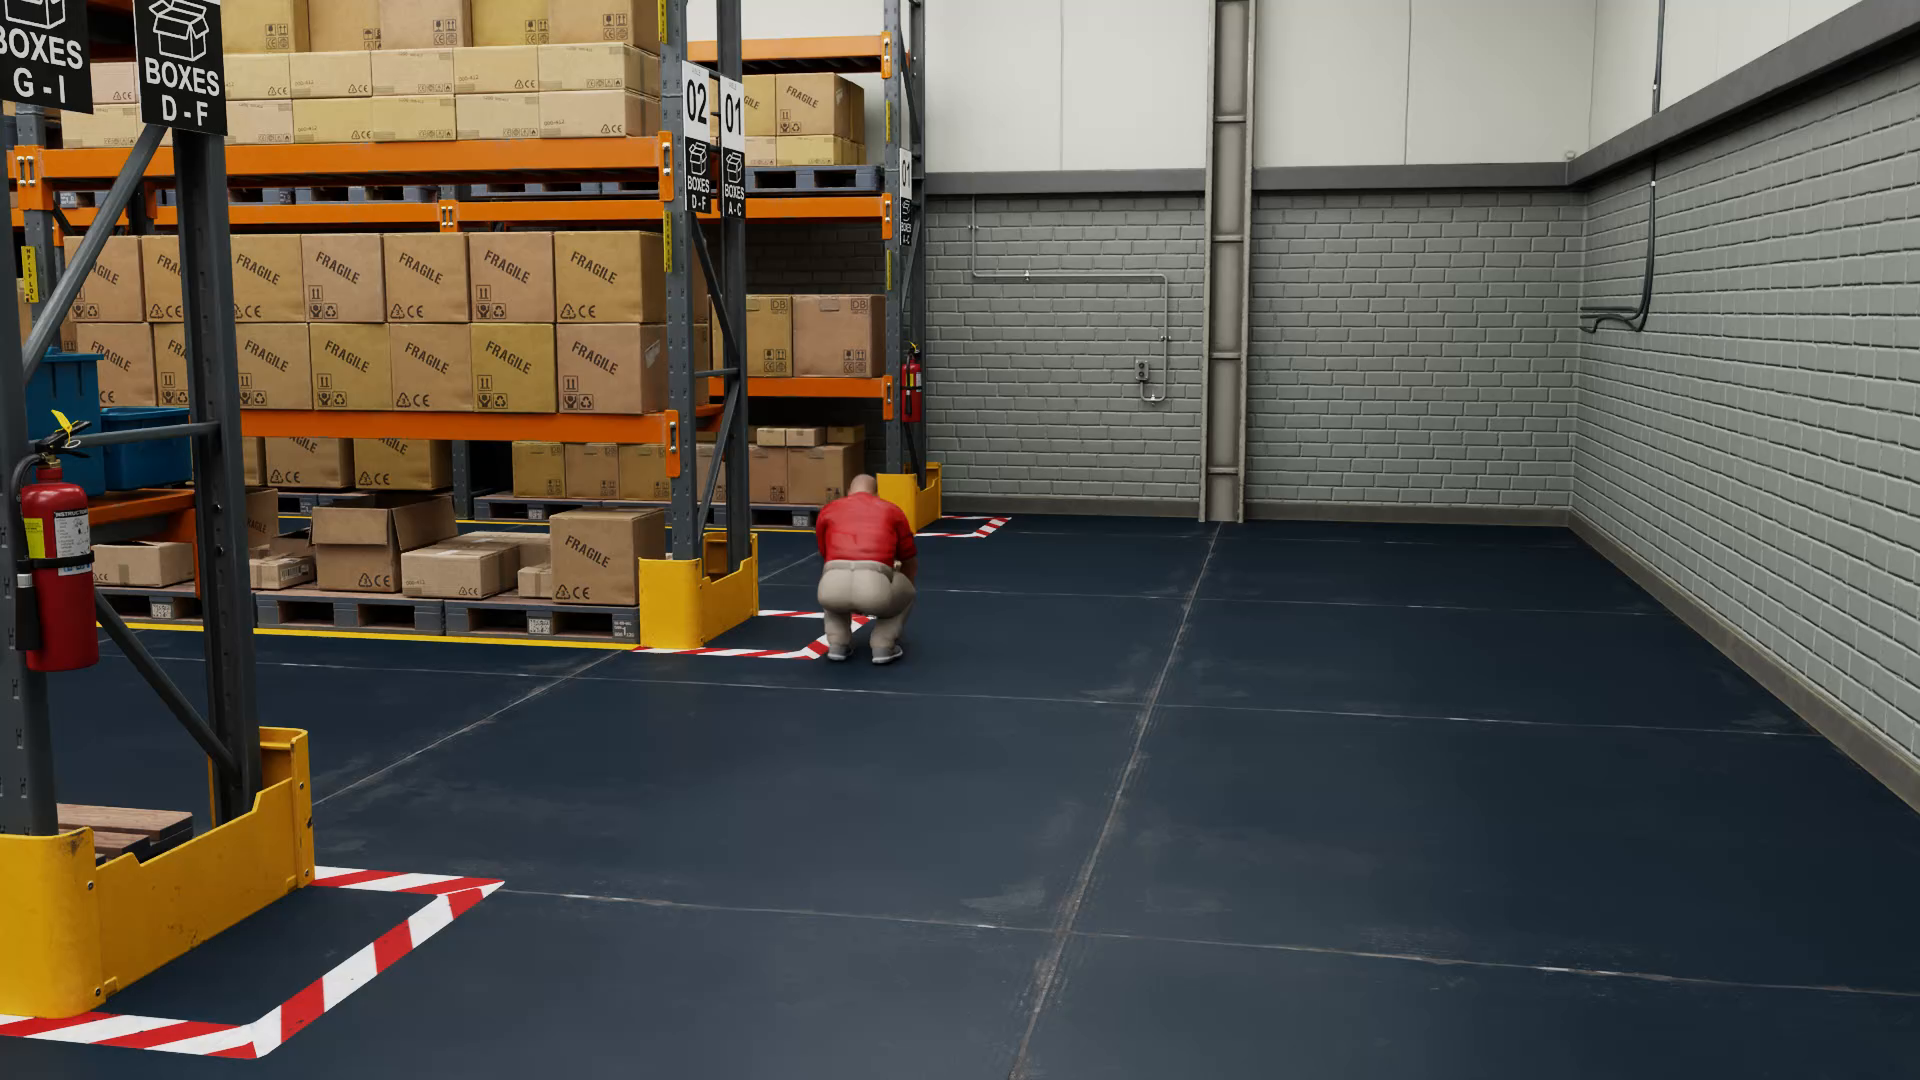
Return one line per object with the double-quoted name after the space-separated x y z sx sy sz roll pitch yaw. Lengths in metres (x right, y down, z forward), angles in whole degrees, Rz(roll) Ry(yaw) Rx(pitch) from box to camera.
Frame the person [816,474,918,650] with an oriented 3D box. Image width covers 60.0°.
-0.530 0.123 9.080 0.563 0.920 0.861 1 8 10 "person"
